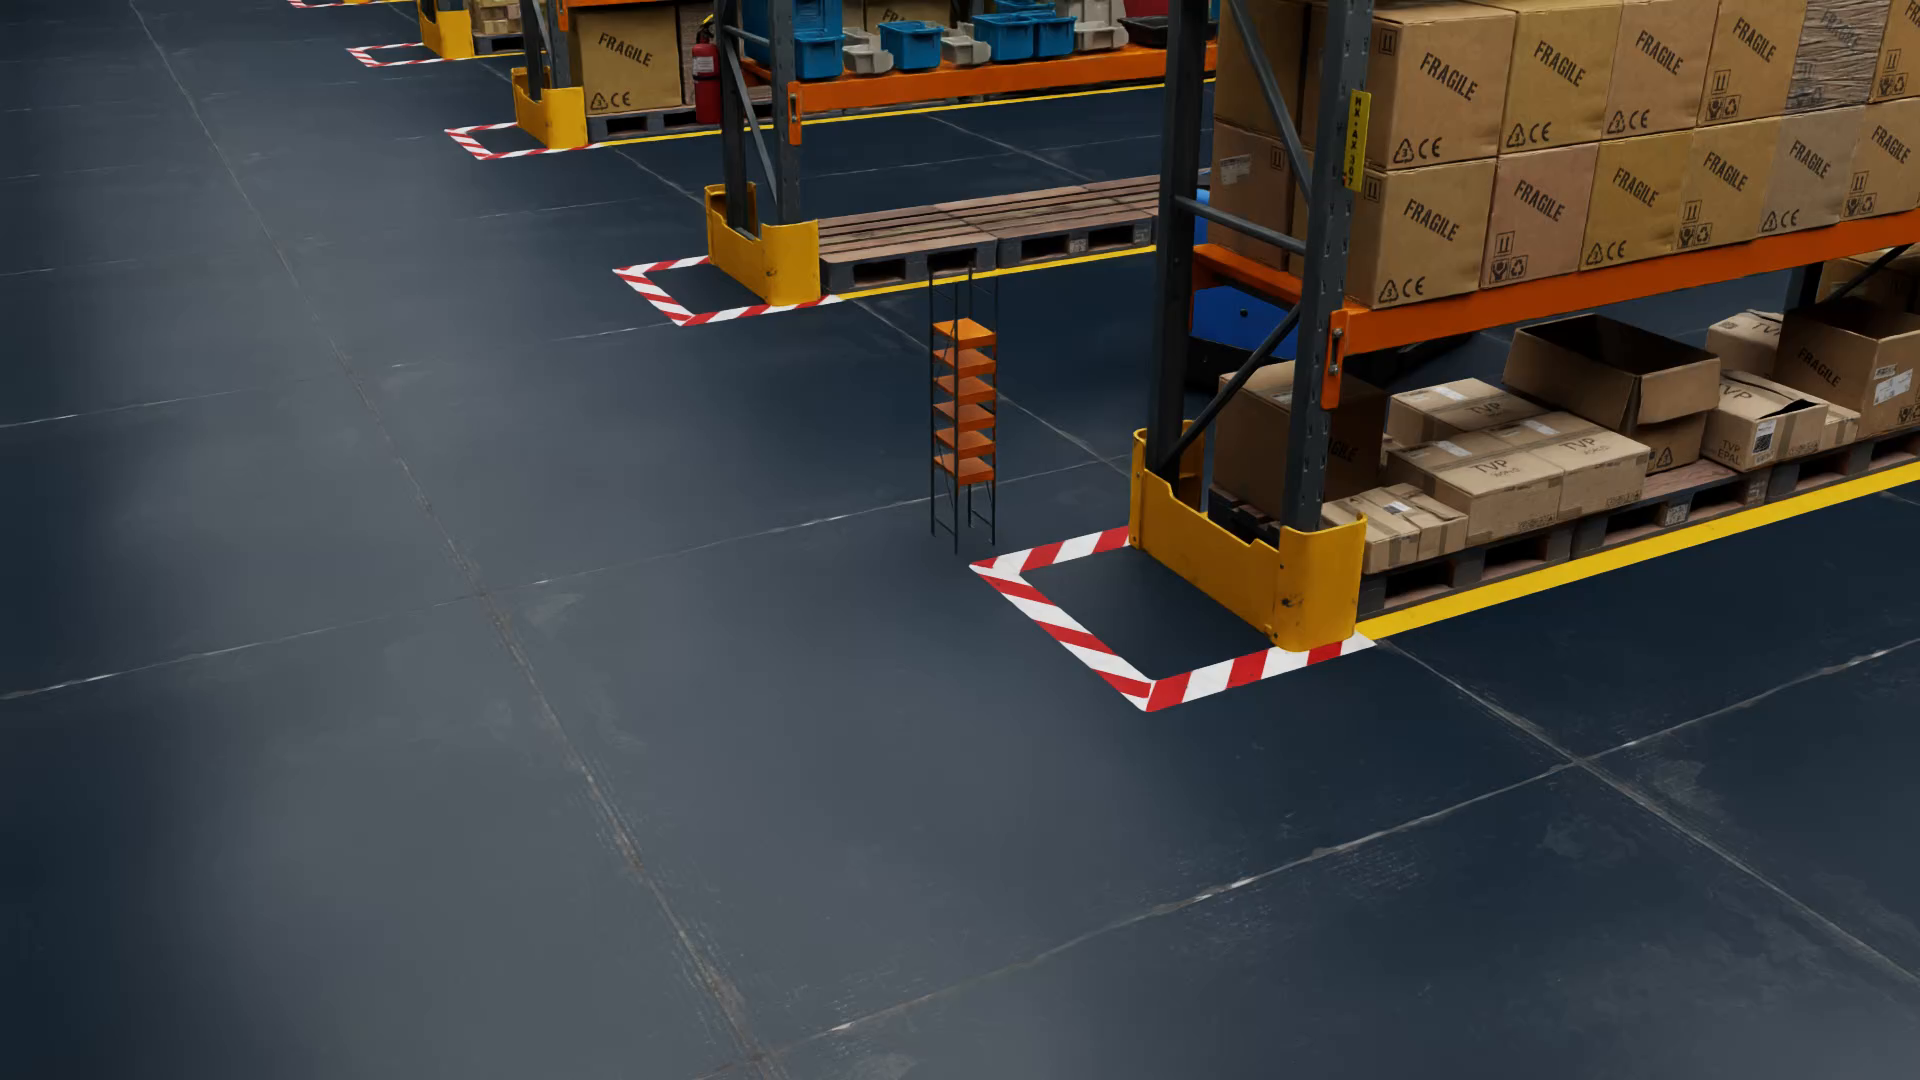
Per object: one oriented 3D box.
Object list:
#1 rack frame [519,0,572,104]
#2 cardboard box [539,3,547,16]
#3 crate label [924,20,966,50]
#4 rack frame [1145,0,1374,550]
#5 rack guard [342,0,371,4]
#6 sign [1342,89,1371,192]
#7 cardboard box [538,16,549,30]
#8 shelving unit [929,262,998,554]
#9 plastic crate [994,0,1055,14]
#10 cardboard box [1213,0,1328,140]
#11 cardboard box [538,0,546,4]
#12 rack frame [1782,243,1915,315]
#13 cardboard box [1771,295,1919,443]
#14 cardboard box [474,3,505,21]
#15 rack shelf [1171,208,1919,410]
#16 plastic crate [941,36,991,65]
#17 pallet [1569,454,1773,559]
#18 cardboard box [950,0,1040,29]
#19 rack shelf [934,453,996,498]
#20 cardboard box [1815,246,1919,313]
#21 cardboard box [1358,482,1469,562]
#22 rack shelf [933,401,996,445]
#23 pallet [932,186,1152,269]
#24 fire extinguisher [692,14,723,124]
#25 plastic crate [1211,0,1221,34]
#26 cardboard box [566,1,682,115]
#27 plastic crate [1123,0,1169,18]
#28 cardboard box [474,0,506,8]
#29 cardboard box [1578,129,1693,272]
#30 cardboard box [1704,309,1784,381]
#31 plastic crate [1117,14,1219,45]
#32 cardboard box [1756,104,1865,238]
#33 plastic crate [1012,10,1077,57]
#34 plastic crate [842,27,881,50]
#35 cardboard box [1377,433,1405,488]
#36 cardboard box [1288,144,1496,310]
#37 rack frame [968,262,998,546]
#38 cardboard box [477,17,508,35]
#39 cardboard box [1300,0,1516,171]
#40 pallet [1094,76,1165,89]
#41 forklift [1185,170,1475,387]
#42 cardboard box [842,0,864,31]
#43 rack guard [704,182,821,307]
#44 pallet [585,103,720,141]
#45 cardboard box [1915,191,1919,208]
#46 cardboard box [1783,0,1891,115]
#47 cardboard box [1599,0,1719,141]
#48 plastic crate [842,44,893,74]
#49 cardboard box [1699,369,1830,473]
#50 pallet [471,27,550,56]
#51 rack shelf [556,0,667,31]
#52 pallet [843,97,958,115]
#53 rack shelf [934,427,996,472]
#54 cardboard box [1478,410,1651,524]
[{"bbox_3d":[-3.589,-4.939,14.072,0.127,3.000,1.000,-13,29,-25],"label":"rack frame"},{"bbox_3d":[-4.808,-6.019,18.785,0.250,0.149,0.380,-13,28,-24],"label":"cardboard box"},{"bbox_3d":[-0.127,-3.311,10.915,0.243,0.136,0.396,-13,29,-25],"label":"crate label"},{"bbox_3d":[1.069,-1.155,6.190,0.127,3.000,1.000,-13,29,-25],"label":"rack frame"},{"bbox_3d":[-8.273,-7.592,22.485,0.348,0.500,1.175,-13,29,-25],"label":"rack guard"},{"bbox_3d":[1.325,-1.338,5.571,0.005,0.325,0.100,-13,29,-25],"label":"sign"},{"bbox_3d":[-4.813,-5.880,18.841,0.250,0.149,0.380,-13,28,-25],"label":"cardboard box"},{"bbox_3d":[0.013,-0.544,6.996,0.189,1.200,0.258,-13,29,-25],"label":"shelving unit"},{"bbox_3d":[0.433,-3.515,11.230,0.300,0.233,0.416,-13,29,-25],"label":"plastic crate"},{"bbox_3d":[1.333,-1.847,6.360,0.500,0.500,0.500,-13,29,-26],"label":"cardboard box"},{"bbox_3d":[-4.742,-6.108,18.627,0.250,0.149,0.380,-13,29,-25],"label":"cardboard box"},{"bbox_3d":[4.599,-1.970,7.887,0.127,3.000,1.000,-13,29,-25],"label":"rack frame"},{"bbox_3d":[4.229,-0.817,7.866,0.500,0.500,0.500,-13,29,-25],"label":"cardboard box"},{"bbox_3d":[-5.251,-5.901,18.540,0.250,0.149,0.380,-12,28,-23],"label":"cardboard box"},{"bbox_3d":[2.834,-1.238,7.194,4.000,0.370,1.077,-13,29,-25],"label":"rack shelf"},{"bbox_3d":[0.035,-3.052,10.377,0.298,0.136,0.250,-13,29,-25],"label":"plastic crate"},{"bbox_3d":[2.914,-0.323,7.679,1.213,0.211,1.003,-13,29,-25],"label":"pallet"},{"bbox_3d":[0.496,-5.123,16.425,0.875,0.875,1.225,-13,29,-25],"label":"cardboard box"},{"bbox_3d":[0.013,-0.287,7.120,0.180,0.103,0.258,-13,29,-25],"label":"rack shelf"},{"bbox_3d":[4.899,-1.251,8.770,0.500,0.500,0.500,-13,29,-25],"label":"cardboard box"},{"bbox_3d":[1.821,-0.081,6.719,0.250,0.166,0.380,-13,29,-25],"label":"cardboard box"},{"bbox_3d":[0.013,-0.504,7.016,0.180,0.103,0.258,-13,29,-25],"label":"rack shelf"},{"bbox_3d":[0.563,-2.190,11.568,1.213,0.211,1.003,-13,29,-25],"label":"pallet"},{"bbox_3d":[-1.605,-2.987,10.527,0.183,0.674,0.296,-13,29,-25],"label":"fire extinguisher"},{"bbox_3d":[2.020,-3.657,11.350,0.575,0.384,0.392,-13,29,-25],"label":"plastic crate"},{"bbox_3d":[-3.062,-4.332,14.776,0.875,0.875,0.875,-13,29,-25],"label":"cardboard box"},{"bbox_3d":[1.365,-3.832,11.623,0.583,0.464,0.402,-13,29,-25],"label":"plastic crate"},{"bbox_3d":[-5.212,-6.003,18.409,0.250,0.149,0.380,-14,29,-27],"label":"cardboard box"},{"bbox_3d":[2.482,-1.398,6.581,0.500,0.500,0.500,-13,29,-25],"label":"cardboard box"},{"bbox_3d":[4.127,-0.953,8.368,0.500,0.311,0.500,-13,29,-25],"label":"cardboard box"},{"bbox_3d":[1.410,-3.435,11.187,0.590,0.125,0.437,-13,29,-25],"label":"plastic crate"},{"bbox_3d":[3.372,-1.604,7.010,0.500,0.500,0.500,-12,28,-24],"label":"cardboard box"},{"bbox_3d":[0.541,-3.253,10.684,0.300,0.233,0.416,-13,29,-25],"label":"plastic crate"},{"bbox_3d":[-0.624,-3.191,10.666,0.243,0.136,0.396,-13,29,-25],"label":"plastic crate"},{"bbox_3d":[1.833,-0.329,7.235,0.250,0.166,0.380,-13,29,-25],"label":"cardboard box"},{"bbox_3d":[1.585,-1.190,6.147,0.500,0.500,0.500,-12,28,-24],"label":"cardboard box"},{"bbox_3d":[0.093,-0.562,7.035,0.006,1.200,0.240,-13,29,-25],"label":"rack frame"},{"bbox_3d":[-5.221,-5.743,18.554,0.250,0.149,0.380,-12,28,-24],"label":"cardboard box"},{"bbox_3d":[1.585,-1.641,5.931,0.500,0.500,0.500,-12,28,-24],"label":"cardboard box"},{"bbox_3d":[1.664,-4.933,17.280,1.213,0.211,1.003,-13,29,-25],"label":"pallet"},{"bbox_3d":[2.376,-2.549,9.173,1.130,2.935,3.031,20,32,35],"label":"forklift"},{"bbox_3d":[-1.474,-4.698,15.539,0.875,0.875,0.875,-13,29,-25],"label":"cardboard box"},{"bbox_3d":[-1.273,-1.911,10.652,0.348,0.500,1.175,-13,29,-25],"label":"rack guard"},{"bbox_3d":[-2.920,-3.875,15.077,1.213,0.211,1.003,-13,29,-25],"label":"pallet"},{"bbox_3d":[4.278,-1.815,7.449,0.500,0.500,0.500,-12,28,-24],"label":"cardboard box"},{"bbox_3d":[3.379,-2.056,6.795,0.500,0.500,0.500,-13,28,-25],"label":"cardboard box"},{"bbox_3d":[2.486,-1.850,6.367,0.500,0.500,0.500,-13,28,-24],"label":"cardboard box"},{"bbox_3d":[-0.564,-2.914,10.089,0.298,0.136,0.250,-13,29,-25],"label":"plastic crate"},{"bbox_3d":[3.568,-0.579,7.588,0.500,0.311,0.500,-13,29,-25],"label":"cardboard box"},{"bbox_3d":[-5.033,-5.764,19.012,1.213,0.211,1.003,-13,29,-25],"label":"pallet"},{"bbox_3d":[-1.824,-5.022,15.076,4.000,0.370,1.077,-13,29,-25],"label":"rack shelf"},{"bbox_3d":[-0.767,-4.372,16.112,1.213,0.211,1.003,-13,29,-25],"label":"pallet"},{"bbox_3d":[0.013,-0.396,7.068,0.180,0.103,0.258,-13,29,-25],"label":"rack shelf"},{"bbox_3d":[2.565,-0.320,7.119,0.500,0.250,0.500,-13,29,-25],"label":"cardboard box"}]
